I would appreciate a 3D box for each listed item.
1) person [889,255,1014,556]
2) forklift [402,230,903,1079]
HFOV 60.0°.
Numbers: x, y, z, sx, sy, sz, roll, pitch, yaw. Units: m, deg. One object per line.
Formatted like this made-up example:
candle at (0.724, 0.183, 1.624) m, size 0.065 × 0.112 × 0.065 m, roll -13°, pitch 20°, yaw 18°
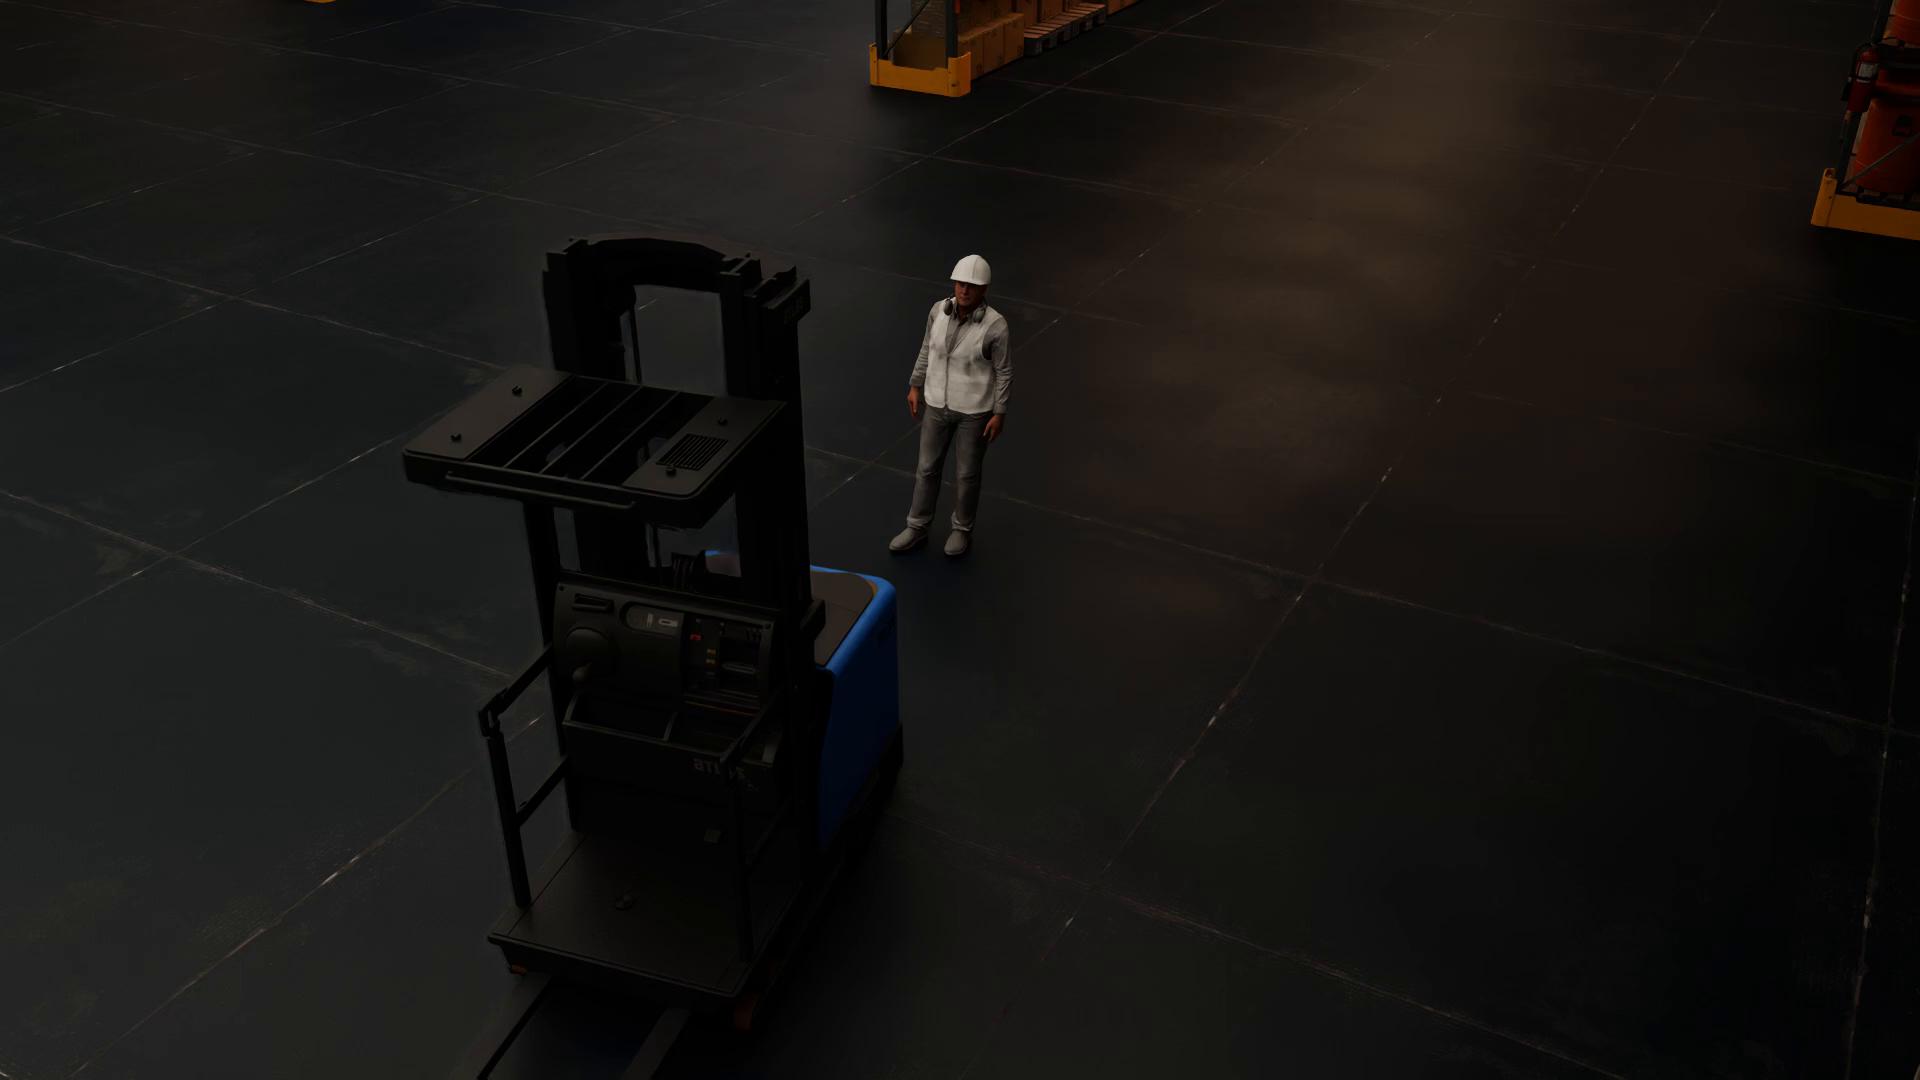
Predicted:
person at (-0.037, -0.749, 9.511) m, size 0.634 × 1.775 × 0.566 m, roll 15°, pitch 33°, yaw 25°
forklift at (-1.217, 0.462, 6.270) m, size 1.130 × 2.935 × 3.031 m, roll 9°, pitch 31°, yaw 16°
